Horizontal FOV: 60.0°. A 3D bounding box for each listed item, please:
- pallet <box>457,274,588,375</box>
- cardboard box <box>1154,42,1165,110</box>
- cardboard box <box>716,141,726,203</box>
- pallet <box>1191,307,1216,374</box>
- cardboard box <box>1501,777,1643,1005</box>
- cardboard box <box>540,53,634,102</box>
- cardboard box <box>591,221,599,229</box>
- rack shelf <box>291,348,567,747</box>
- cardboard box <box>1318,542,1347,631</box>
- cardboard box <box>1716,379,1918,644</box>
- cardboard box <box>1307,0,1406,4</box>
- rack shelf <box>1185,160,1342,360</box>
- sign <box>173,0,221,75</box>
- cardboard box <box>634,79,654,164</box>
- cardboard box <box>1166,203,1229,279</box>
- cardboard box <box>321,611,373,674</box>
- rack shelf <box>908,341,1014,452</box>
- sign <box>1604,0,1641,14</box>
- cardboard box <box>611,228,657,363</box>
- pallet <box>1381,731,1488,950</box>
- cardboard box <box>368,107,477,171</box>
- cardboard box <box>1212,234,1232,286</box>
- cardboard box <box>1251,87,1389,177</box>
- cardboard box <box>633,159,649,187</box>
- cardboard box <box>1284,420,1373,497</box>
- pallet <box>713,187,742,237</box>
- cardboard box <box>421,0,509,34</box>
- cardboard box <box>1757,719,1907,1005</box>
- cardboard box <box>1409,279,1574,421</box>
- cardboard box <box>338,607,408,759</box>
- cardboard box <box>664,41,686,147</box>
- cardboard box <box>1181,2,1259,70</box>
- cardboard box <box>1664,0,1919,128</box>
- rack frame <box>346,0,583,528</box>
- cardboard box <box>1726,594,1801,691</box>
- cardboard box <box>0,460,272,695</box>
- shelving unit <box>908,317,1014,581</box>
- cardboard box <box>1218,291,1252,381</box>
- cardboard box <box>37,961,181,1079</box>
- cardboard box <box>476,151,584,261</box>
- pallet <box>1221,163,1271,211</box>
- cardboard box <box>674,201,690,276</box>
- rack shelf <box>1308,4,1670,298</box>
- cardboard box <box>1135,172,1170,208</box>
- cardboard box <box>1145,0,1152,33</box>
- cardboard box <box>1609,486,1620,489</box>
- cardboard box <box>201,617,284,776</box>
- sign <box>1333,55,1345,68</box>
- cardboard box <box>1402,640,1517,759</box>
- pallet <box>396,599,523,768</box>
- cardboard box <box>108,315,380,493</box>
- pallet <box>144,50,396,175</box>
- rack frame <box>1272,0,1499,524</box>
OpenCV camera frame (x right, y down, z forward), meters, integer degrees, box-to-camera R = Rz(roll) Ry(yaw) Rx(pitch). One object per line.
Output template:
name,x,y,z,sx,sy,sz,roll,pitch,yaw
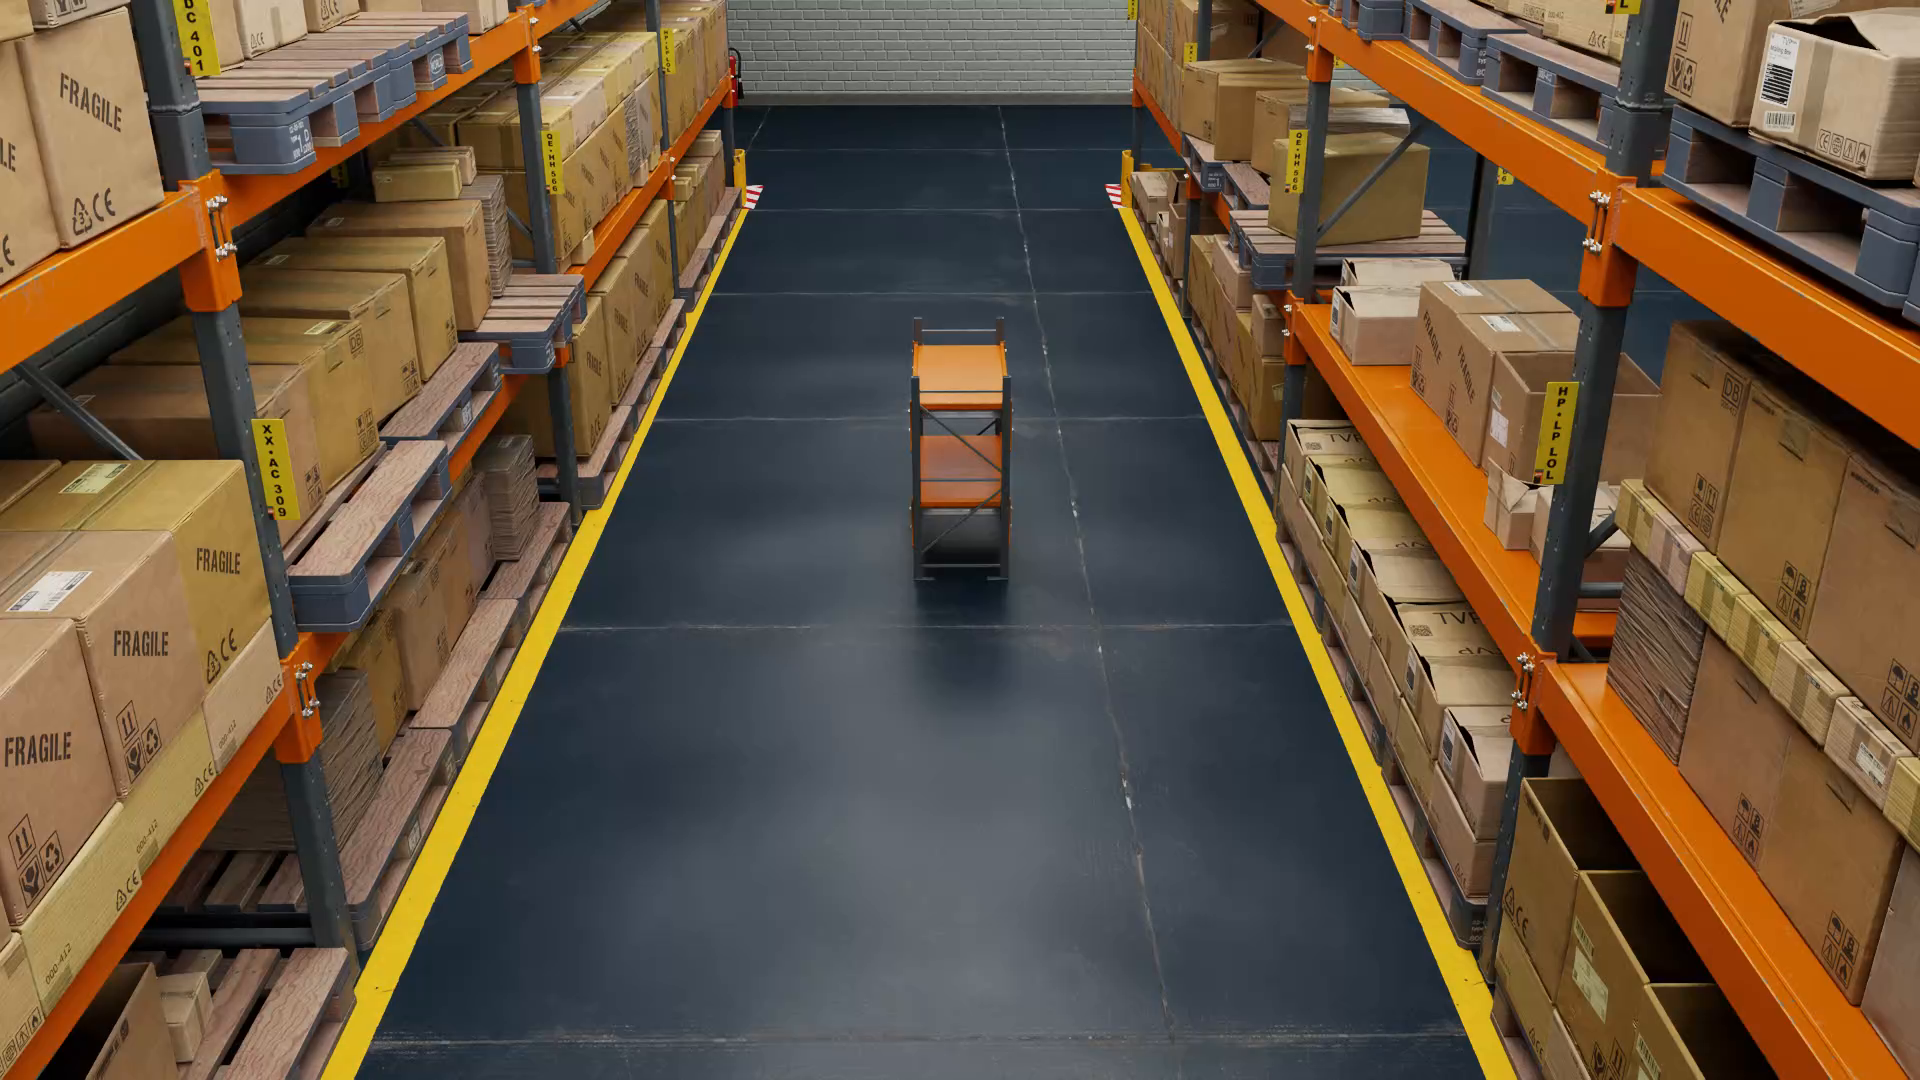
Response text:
pallet,-2.543,-1.079,8.228,1.213,0.211,1.003,0,24,-1
cardboard box,1.967,-4.016,14.368,0.500,0.500,0.500,0,24,0
cardboard box,-2.637,-3.520,15.917,0.700,0.500,0.500,0,24,-1
pallet,2.299,-1.526,12.368,1.003,0.211,1.213,0,24,-1
cardboard box,2.032,1.077,5.145,0.500,0.500,0.500,0,24,-1
cardboard box,-2.438,-3.027,10.887,0.500,0.250,0.500,0,24,0
cardboard box,-2.471,-2.021,10.359,0.380,0.149,0.250,0,24,0
rack shelf,-2.635,-0.308,7.163,1.077,0.370,4.000,0,24,-1
cardboard box,2.026,0.217,7.958,0.500,0.250,0.500,-1,24,-2
cardboard box,2.358,-0.081,4.093,0.700,0.500,0.500,0,24,-1
cardboard box,2.258,-3.075,8.648,0.910,0.500,0.500,0,24,-1
rack shelf,2.274,-1.980,10.860,1.077,0.370,4.000,0,24,-1
sign,-2.071,-1.419,4.480,0.100,0.325,0.005,0,24,-1
cardboard box,-2.428,-2.899,11.512,0.500,0.500,0.500,0,24,0
cardboard box,1.963,-2.426,13.475,0.500,0.500,0.500,0,24,-1
cardboard box,-2.646,0.301,6.534,0.500,0.250,0.500,-1,24,-2
rack shelf,0.000,-0.782,8.904,0.538,0.278,1.000,0,24,-1
sign,1.797,-1.574,4.441,0.100,0.325,0.005,0,24,-1
cardboard box,-2.551,-1.686,11.437,0.750,0.750,0.750,0,24,1
pallet,2.293,1.132,6.491,1.003,0.211,1.213,0,24,-1
cardboard box,-2.921,-2.177,9.007,0.500,0.250,0.500,0,24,1
cardboard box,2.025,-1.922,11.450,0.500,0.250,0.500,0,24,0
cardboard box,2.333,-2.641,10.818,0.700,0.500,0.500,-6,25,-14
cardboard box,-2.368,-2.545,11.517,0.380,0.149,0.250,0,24,-1
cardboard box,2.008,-0.460,8.774,0.500,0.311,0.500,1,24,1
pallet,-2.658,-3.156,15.972,1.003,0.211,1.213,0,24,-1
cardboard box,-2.379,-2.499,7.580,0.500,0.311,0.500,0,24,-1
cardboard box,2.365,0.726,3.883,0.700,0.500,0.500,0,24,0
cardboard box,2.331,-0.837,7.340,0.500,0.500,0.500,-2,24,-3
cardboard box,-2.694,0.611,6.758,0.700,0.500,0.500,-1,24,-2
cardboard box,-2.690,-3.468,12.914,0.980,0.700,0.700,0,24,0
cardboard box,1.988,-3.840,12.765,0.500,0.500,0.500,0,24,0
cardboard box,2.082,-1.294,4.029,0.500,0.500,0.500,2,24,4
rack frame,-2.657,-1.459,8.837,1.000,3.000,0.127,0,24,-1
cardboard box,2.161,0.253,4.141,0.380,0.149,0.250,0,24,-1
cardboard box,-2.299,0.100,4.637,0.500,0.500,0.500,0,24,-1
shelving unit,0.000,-0.515,9.024,0.538,1.125,1.048,0,24,-1
cardboard box,2.034,-1.359,11.113,0.500,0.500,0.500,-1,24,-3
cardboard box,-2.562,1.555,4.672,0.500,0.500,0.500,-2,24,-5
cardboard box,-2.407,-1.851,9.196,0.500,0.500,0.500,0,24,1
pallet,2.270,-2.197,10.701,1.003,0.211,1.213,0,24,-1
cardboard box,-2.607,-2.469,13.592,0.700,0.500,0.500,0,24,0
rack shelf,2.318,-1.698,6.597,1.077,0.370,4.000,0,24,-1
cardboard box,1.937,-3.296,15.700,0.500,0.250,0.500,0,24,-1
cardboard box,1.963,-4.881,15.068,0.500,0.500,0.500,0,24,0
cardboard box,2.535,-0.087,6.106,0.380,0.149,0.250,0,24,-1
cardboard box,-2.305,0.442,4.791,0.500,0.250,0.500,0,24,0
sign,2.807,-3.663,12.304,0.100,0.325,0.005,0,24,-1
cardboard box,2.037,0.591,6.450,0.500,0.311,0.500,0,24,1
pallet,-2.640,0.635,7.591,1.003,0.211,1.213,0,24,-1
cardboard box,-2.584,-0.497,6.054,0.700,0.500,0.500,2,24,5
pallet,-2.514,-1.347,5.177,1.213,0.211,1.003,0,24,-1
rack frame,2.296,-1.483,8.889,1.000,3.000,0.127,0,24,-1
